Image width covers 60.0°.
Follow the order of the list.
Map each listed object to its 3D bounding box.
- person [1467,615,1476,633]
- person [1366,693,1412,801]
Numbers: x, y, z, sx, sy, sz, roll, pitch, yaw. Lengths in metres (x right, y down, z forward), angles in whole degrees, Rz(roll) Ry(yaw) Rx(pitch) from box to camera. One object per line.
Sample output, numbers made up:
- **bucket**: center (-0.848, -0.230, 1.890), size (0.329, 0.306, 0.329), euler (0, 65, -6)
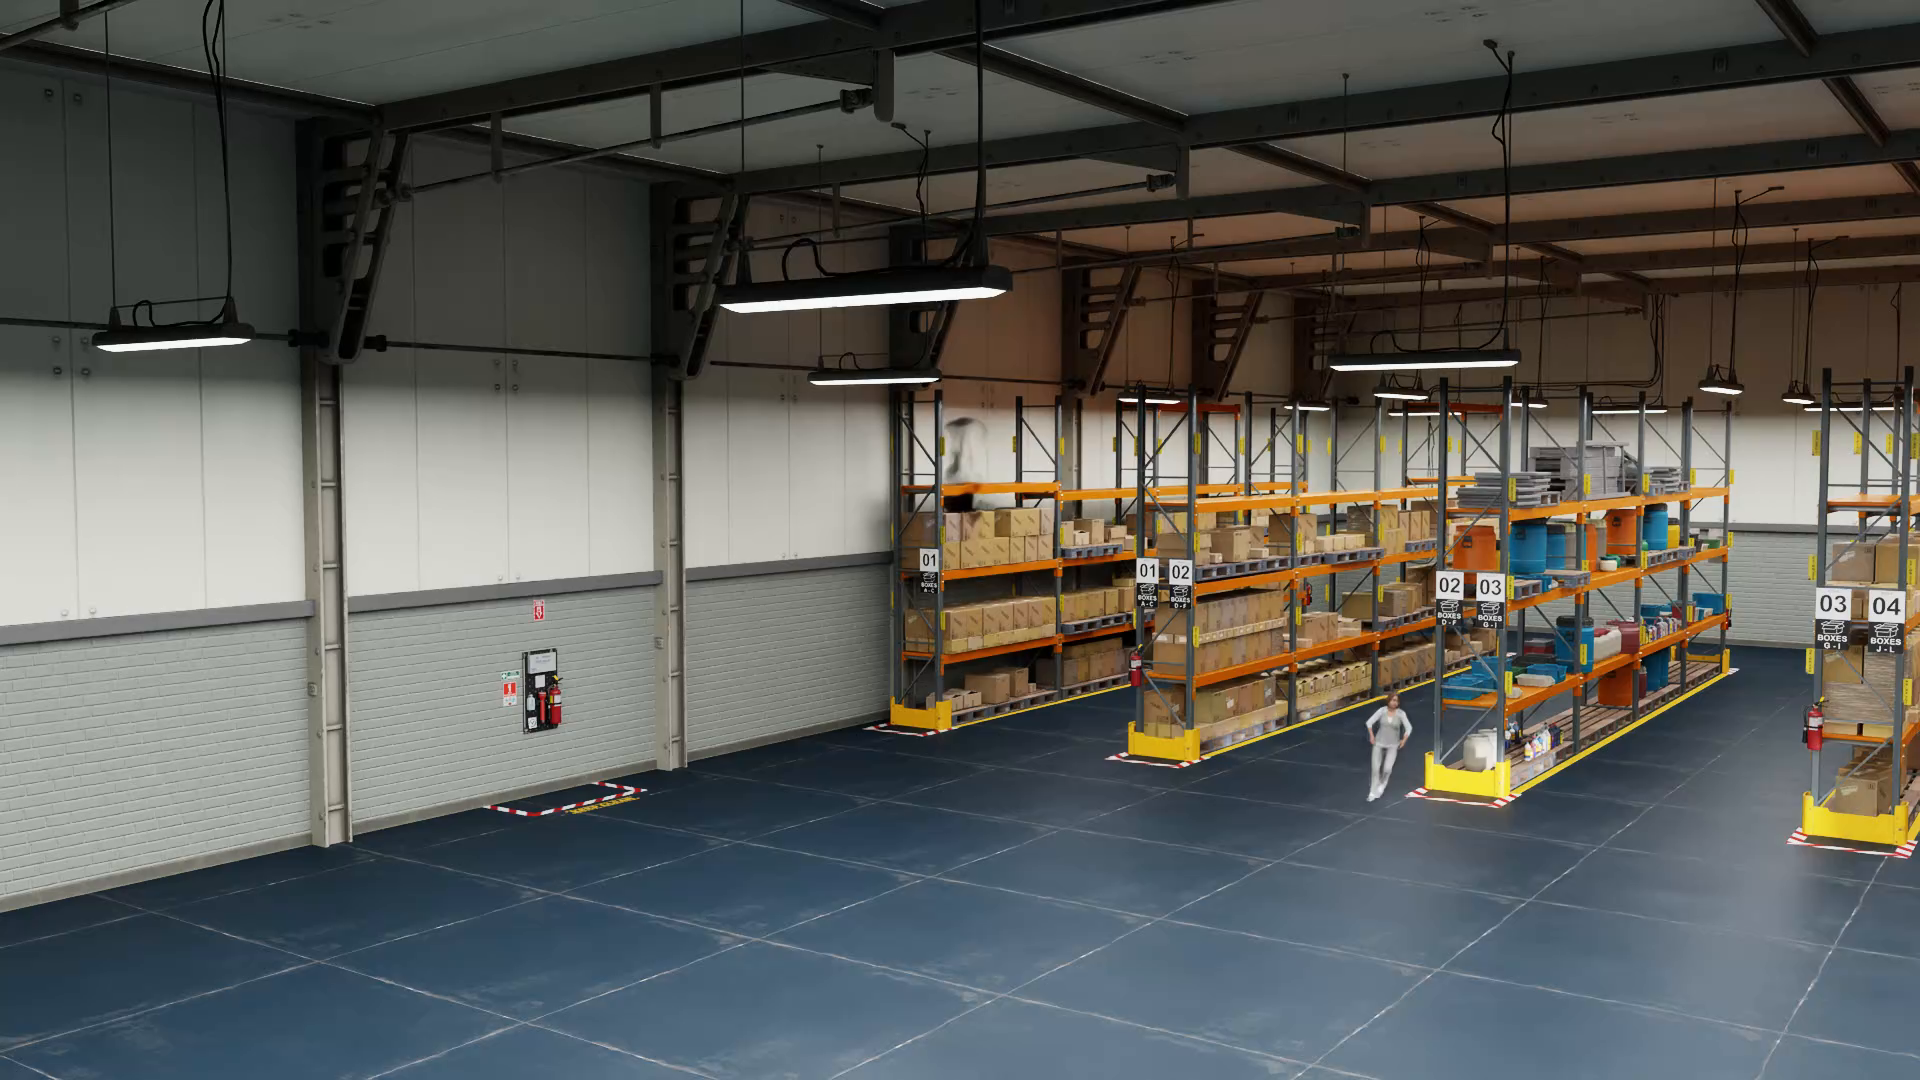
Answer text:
- **person**: center (12.632, 1.926, 40.996), size (0.646, 1.576, 0.545), euler (1, 3, 10)
- **person**: center (6.038, 2.932, 23.430), size (0.627, 1.544, 0.454), euler (1, 3, 16)
